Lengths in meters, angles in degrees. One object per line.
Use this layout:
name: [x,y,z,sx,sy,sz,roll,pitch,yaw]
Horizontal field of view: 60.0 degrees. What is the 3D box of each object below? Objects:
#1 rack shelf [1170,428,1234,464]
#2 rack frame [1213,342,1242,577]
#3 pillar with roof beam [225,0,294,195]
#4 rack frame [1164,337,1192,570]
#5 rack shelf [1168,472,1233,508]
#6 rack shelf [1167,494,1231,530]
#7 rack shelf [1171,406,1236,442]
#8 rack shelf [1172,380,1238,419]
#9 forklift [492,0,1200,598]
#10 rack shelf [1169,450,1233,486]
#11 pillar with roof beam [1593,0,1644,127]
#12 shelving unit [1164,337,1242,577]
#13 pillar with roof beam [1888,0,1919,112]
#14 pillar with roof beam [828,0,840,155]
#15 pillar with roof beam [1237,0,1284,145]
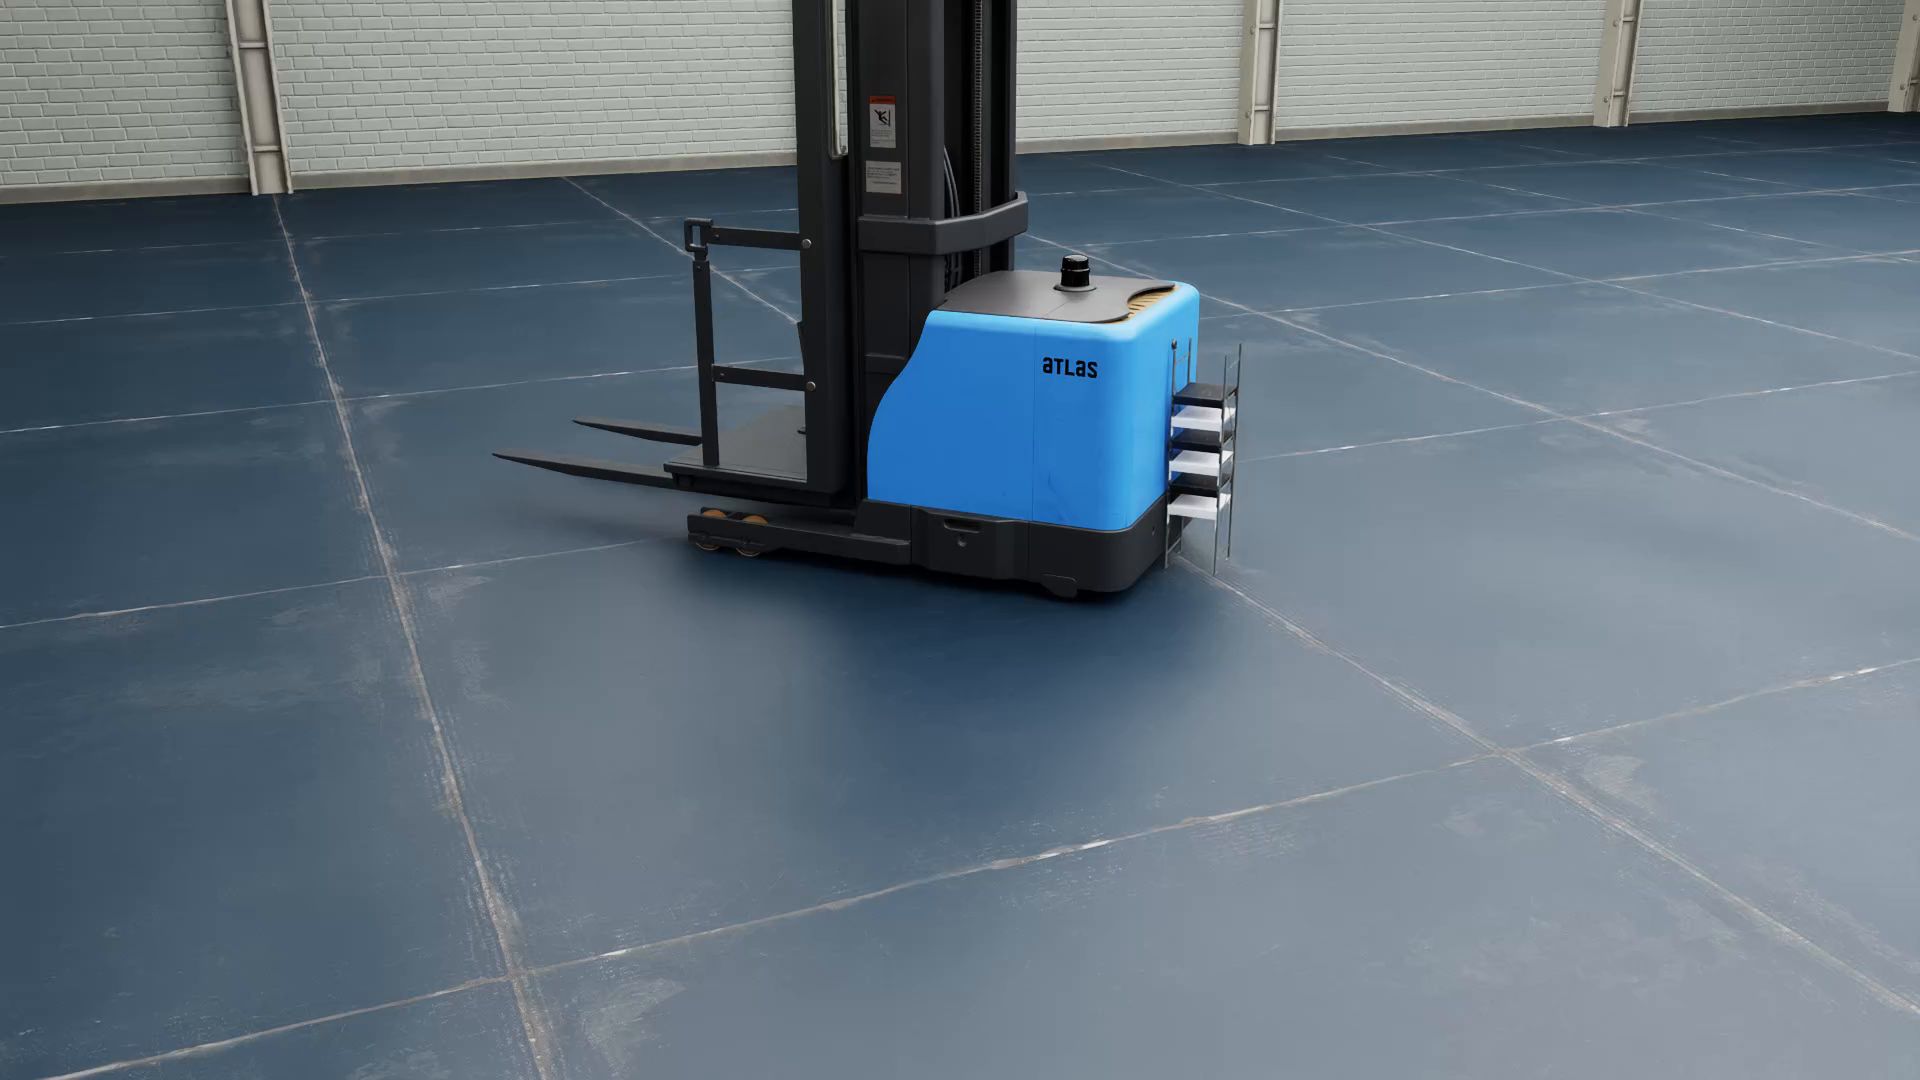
rack shelf: [0.963,-0.382,6.581,0.200,0.077,0.258,8,21,22]
rack frame: [1.056,-0.315,6.562,0.006,0.900,0.240,8,21,22]
pillar with roof beam: [-5.443,-6.546,12.065,0.400,9.000,9.100,-8,21,-22]
rack frame: [0.869,-0.342,6.638,0.006,0.900,0.240,8,21,22]
rack shelf: [0.963,-0.212,6.641,0.200,0.077,0.258,8,21,22]
rack shelf: [0.963,-0.127,6.671,0.200,0.077,0.258,8,21,22]
rack shelf: [0.963,-0.467,6.551,0.200,0.077,0.258,8,21,22]
rack shelf: [0.963,-0.552,6.521,0.200,0.077,0.258,8,21,22]
forklift: [-0.579,-1.465,6.769,3.031,2.935,1.130,8,21,22]
rack shelf: [0.963,-0.297,6.611,0.200,0.077,0.258,8,21,22]
pillar with roof beam: [11.085,-8.914,18.790,0.400,9.000,9.100,-8,21,-22]
shelving unit: [0.963,-0.329,6.600,0.210,0.900,0.258,8,21,22]
pillar with roof beam: [16.594,-9.704,21.032,0.400,9.000,9.100,-8,21,-22]
pillar with roof beam: [0.066,-7.336,14.307,0.400,9.000,9.100,-8,21,-22]
pillar with roof beam: [5.575,-8.125,16.549,0.400,9.000,9.100,-8,21,-22]
